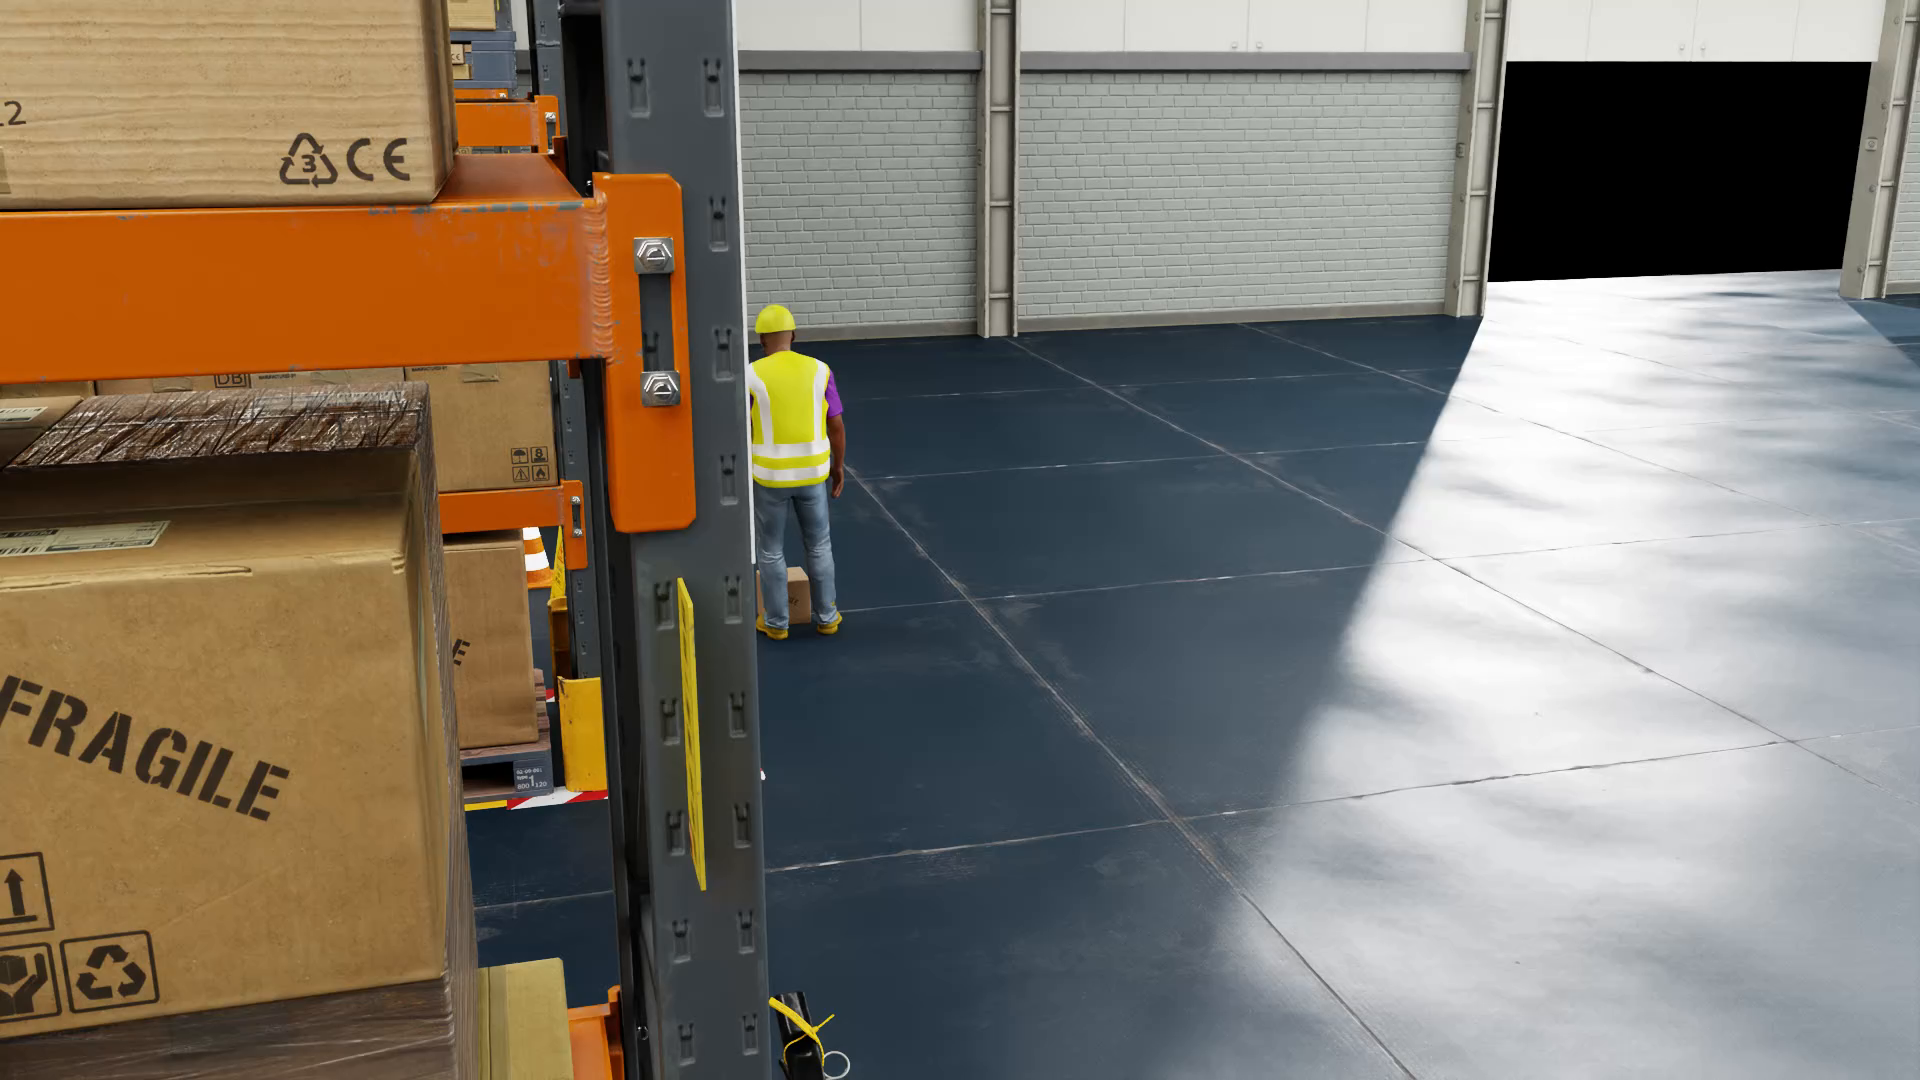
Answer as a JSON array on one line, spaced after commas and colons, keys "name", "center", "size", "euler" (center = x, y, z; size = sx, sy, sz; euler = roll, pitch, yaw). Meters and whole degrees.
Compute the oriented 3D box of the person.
[{"name": "person", "center": [-0.910, -0.353, 8.739], "size": [0.635, 1.760, 0.455], "euler": [-5, 17, -18]}]
